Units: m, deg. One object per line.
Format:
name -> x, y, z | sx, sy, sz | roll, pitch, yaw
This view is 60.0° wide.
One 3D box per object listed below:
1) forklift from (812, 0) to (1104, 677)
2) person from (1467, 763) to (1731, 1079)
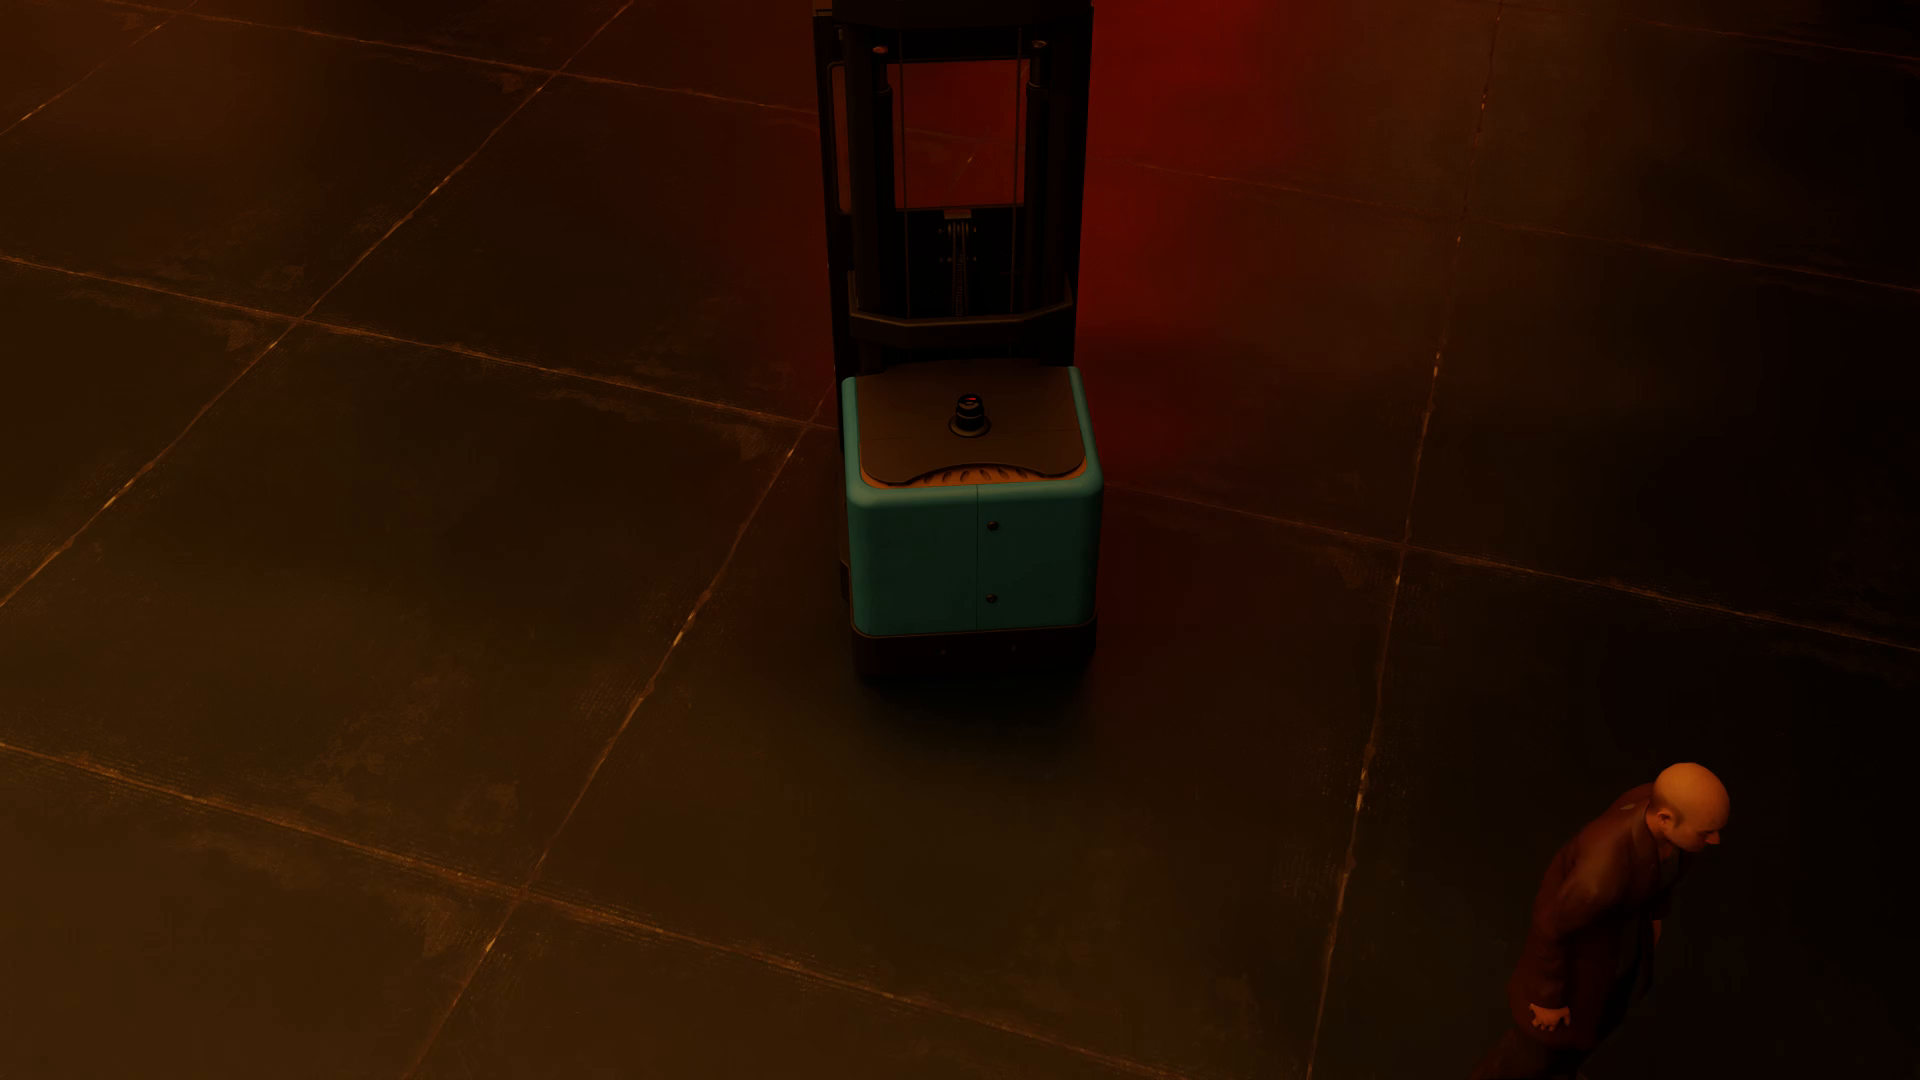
forklift -> -0.048, -1.486, 7.287 | 1.130, 2.935, 3.031 | -3, 43, -3
person -> 1.979, 1.280, 5.164 | 0.649, 1.772, 0.436 | -27, 49, -26
